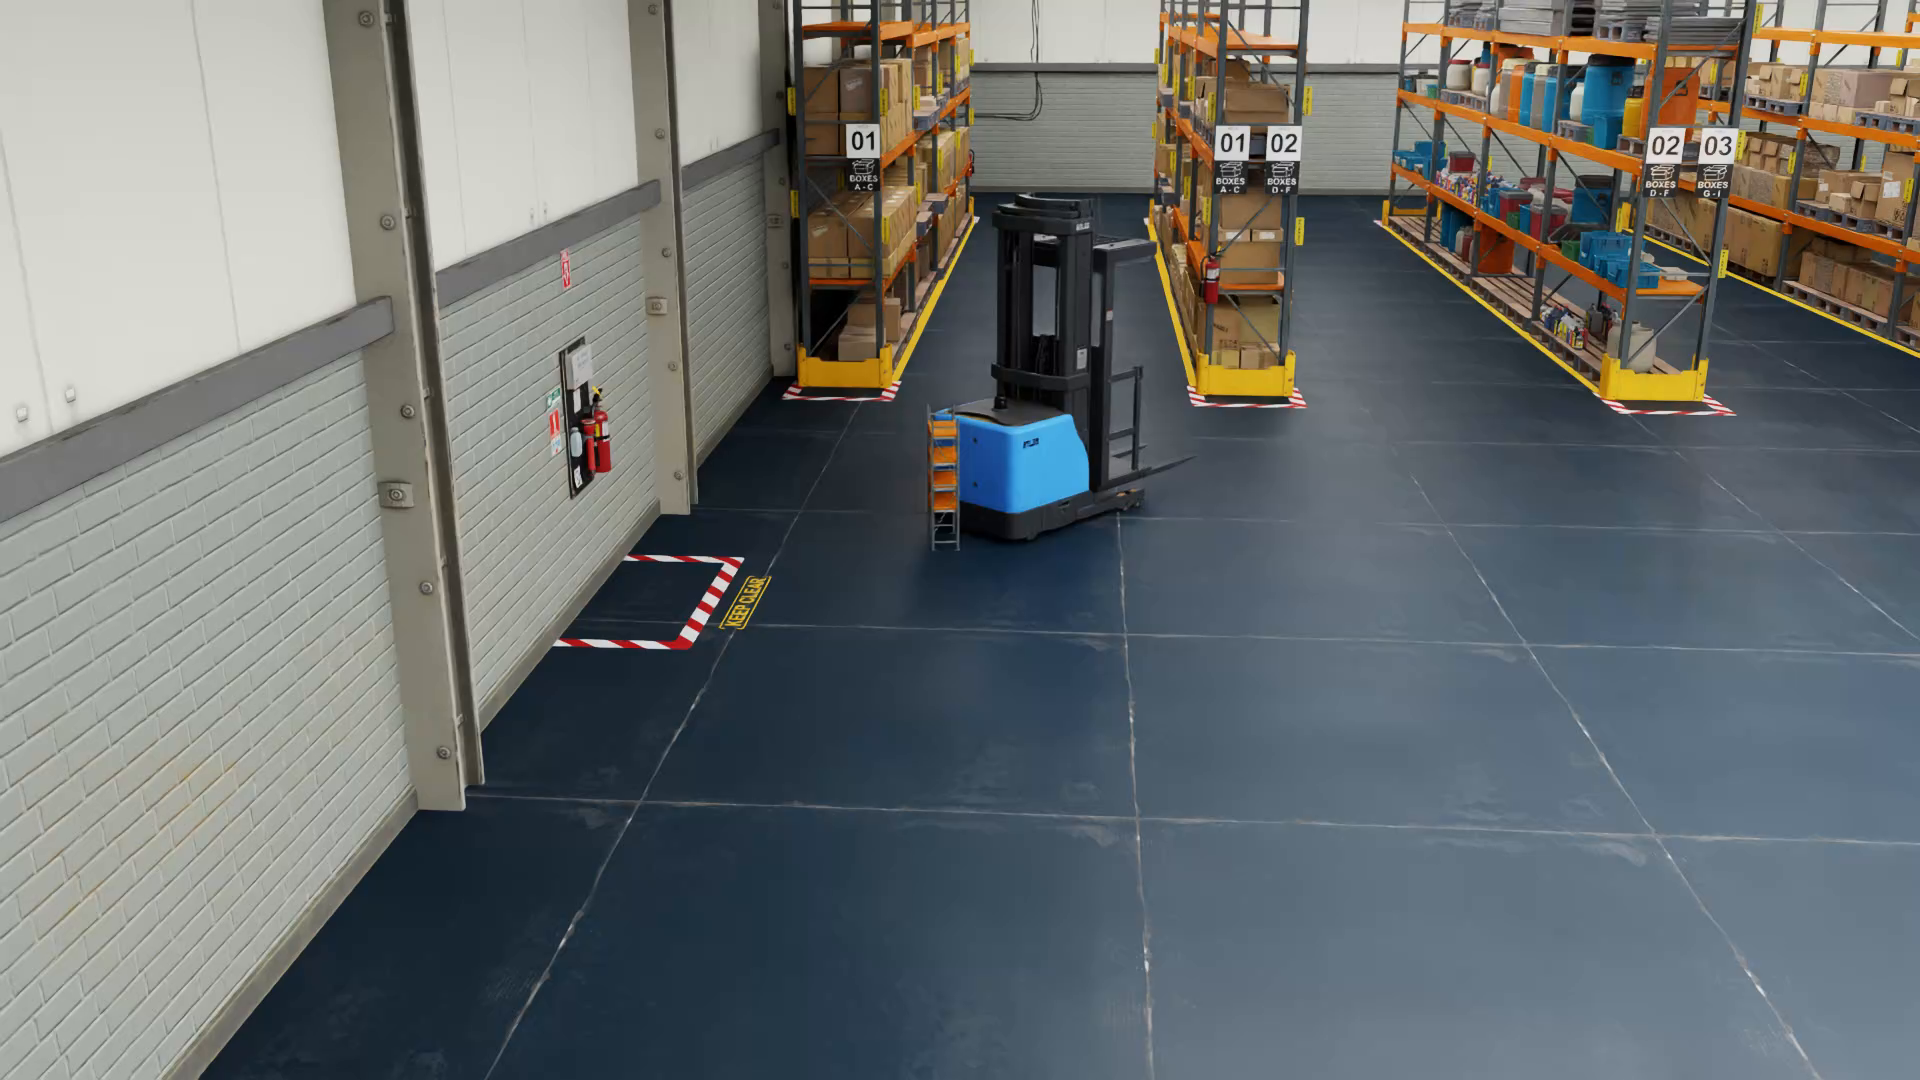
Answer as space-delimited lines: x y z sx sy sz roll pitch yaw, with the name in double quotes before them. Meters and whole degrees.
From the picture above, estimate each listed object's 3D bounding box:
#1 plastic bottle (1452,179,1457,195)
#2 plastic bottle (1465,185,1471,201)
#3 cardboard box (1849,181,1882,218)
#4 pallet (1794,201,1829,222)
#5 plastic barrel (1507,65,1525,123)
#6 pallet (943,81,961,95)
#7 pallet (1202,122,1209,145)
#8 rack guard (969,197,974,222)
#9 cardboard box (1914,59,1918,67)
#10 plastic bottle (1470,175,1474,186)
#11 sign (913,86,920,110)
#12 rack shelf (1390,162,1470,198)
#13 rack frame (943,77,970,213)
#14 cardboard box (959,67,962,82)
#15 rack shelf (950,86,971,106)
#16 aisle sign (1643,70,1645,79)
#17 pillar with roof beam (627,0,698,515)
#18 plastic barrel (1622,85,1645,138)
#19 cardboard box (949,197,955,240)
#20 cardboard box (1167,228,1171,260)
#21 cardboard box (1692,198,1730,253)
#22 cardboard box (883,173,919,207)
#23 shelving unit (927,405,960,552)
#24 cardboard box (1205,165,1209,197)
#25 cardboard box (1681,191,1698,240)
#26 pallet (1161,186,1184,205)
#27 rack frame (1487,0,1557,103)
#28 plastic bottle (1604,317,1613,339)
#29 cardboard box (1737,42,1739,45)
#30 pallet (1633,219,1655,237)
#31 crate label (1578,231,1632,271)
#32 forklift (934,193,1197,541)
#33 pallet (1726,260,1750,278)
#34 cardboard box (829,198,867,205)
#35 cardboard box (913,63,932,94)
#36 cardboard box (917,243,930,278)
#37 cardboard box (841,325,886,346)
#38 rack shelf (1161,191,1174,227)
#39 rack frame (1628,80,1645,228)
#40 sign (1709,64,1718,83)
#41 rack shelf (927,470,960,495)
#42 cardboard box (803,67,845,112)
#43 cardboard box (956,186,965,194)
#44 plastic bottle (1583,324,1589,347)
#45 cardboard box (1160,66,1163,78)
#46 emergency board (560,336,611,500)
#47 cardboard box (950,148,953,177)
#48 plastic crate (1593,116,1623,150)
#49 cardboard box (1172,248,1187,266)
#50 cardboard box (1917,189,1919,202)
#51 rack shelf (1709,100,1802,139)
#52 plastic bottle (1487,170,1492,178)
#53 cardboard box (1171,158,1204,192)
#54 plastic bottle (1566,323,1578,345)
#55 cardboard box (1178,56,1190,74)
"plastic bottle" 8.755 -6.241 29.360 0.097 0.271 0.097 0 18 0
"plastic bottle" 8.682 -5.923 28.388 0.097 0.271 0.097 0 18 0
"cardboard box" 13.693 -5.057 24.699 0.797 0.503 0.637 3 18 10
"pallet" 14.003 -5.195 26.269 1.213 0.211 1.003 1 18 4
"plastic barrel" 8.685 -6.797 25.342 0.600 0.830 0.708 1 18 4
"pallet" -0.518 -8.721 32.047 1.003 0.211 1.213 1 18 4
"pallet" 3.655 -5.230 21.392 1.003 0.211 1.213 1 18 4
"rack guard" -0.299 -7.146 35.929 1.175 0.500 0.348 1 18 4
"cardboard box" 19.175 -9.460 32.956 0.380 0.149 0.250 2 18 6
"plastic bottle" 9.463 -6.636 30.677 0.097 0.201 0.097 0 18 0
"sign" -0.619 -6.261 23.566 0.100 0.325 0.005 1 18 4
"rack shelf" 9.437 -7.142 33.059 1.077 0.370 4.000 1 18 4
"rack frame" -0.301 -8.327 35.517 1.000 3.000 0.127 1 18 4
"cardboard box" -0.224 -9.052 32.320 0.500 0.250 0.500 1 18 3
"rack shelf" -0.444 -8.789 33.266 1.077 0.370 4.000 1 18 4
"aisle sign" 14.227 -9.259 34.189 0.394 0.787 0.004 1 18 4
"pillar with roof beam" 1.603 -4.485 14.160 9.100 9.000 0.400 1 18 4
"plastic barrel" 8.389 -5.207 20.204 0.600 0.588 0.600 0 18 0
"cardboard box" -0.504 -6.057 31.370 0.750 0.750 0.750 1 18 5
"cardboard box" 3.937 -5.210 29.314 0.500 0.500 0.500 1 18 2
"cardboard box" 14.208 -5.743 30.371 1.225 0.875 0.875 1 18 4
"cardboard box" -1.027 -5.392 25.695 0.700 0.500 0.500 4 19 11
"shelving unit" -0.148 -0.549 14.671 0.258 1.200 0.503 -1 18 -4
"cardboard box" 3.720 -4.859 22.692 0.700 0.500 0.500 1 18 4
"cardboard box" 14.361 -6.146 31.599 0.875 0.875 0.875 1 18 4
"pallet" 4.046 -5.853 28.278 1.213 0.211 1.003 1 18 4
"rack frame" 9.007 -8.472 26.325 1.000 3.000 0.127 1 18 4
"plastic bottle" 8.803 -2.882 22.557 0.061 0.283 0.133 1 18 4
"cardboard box" 14.308 -9.121 30.924 0.500 0.250 0.500 0 18 0
"pallet" 14.542 -6.420 34.176 1.003 0.211 1.213 1 18 4
"crate label" 8.296 -3.731 21.434 0.502 0.435 0.616 1 18 4
"forklift" 1.122 -1.768 15.612 1.130 2.935 3.031 16 24 40
"pallet" 14.169 -4.806 29.252 1.003 0.211 1.213 1 18 4
"cardboard box" -1.511 -4.276 22.161 0.500 0.500 0.500 2 18 5
"cardboard box" -0.858 -8.013 28.876 0.700 0.500 0.500 2 18 7
"cardboard box" -0.874 -4.638 27.569 0.700 0.500 0.500 2 18 5
"cardboard box" -1.267 -2.679 21.892 0.500 0.311 0.500 3 18 8
"rack shelf" 4.210 -6.012 29.608 1.077 0.370 4.000 1 18 4
"rack frame" 14.521 -7.995 34.505 1.000 3.000 0.127 1 18 4
"sign" 13.681 -8.473 30.190 0.100 0.325 0.005 1 18 4
"rack shelf" -0.148 -0.485 14.692 0.258 0.148 0.480 -1 18 -4
"cardboard box" -1.678 -5.455 20.137 0.500 0.500 0.500 2 18 6
"cardboard box" -0.096 -7.304 34.693 0.380 0.149 0.250 2 18 5
"plastic bottle" 8.280 -2.710 22.032 0.061 0.283 0.133 1 18 4
"cardboard box" 4.272 -9.345 33.245 0.500 0.250 0.500 1 18 4
"emergency board" -2.906 -0.964 13.047 0.194 1.169 0.643 1 18 4
"cardboard box" -0.396 -6.975 30.722 0.500 0.500 0.500 1 18 4
"plastic crate" 8.270 -5.153 21.040 0.392 0.384 0.575 1 18 4
"cardboard box" 3.707 -4.572 26.901 0.500 0.311 0.500 1 18 3
"cardboard box" 13.375 -4.798 22.504 0.500 0.500 0.500 1 18 4
"rack shelf" 14.091 -7.215 28.463 1.077 0.370 4.000 1 18 4
"plastic bottle" 9.541 -6.489 29.990 0.144 0.351 0.185 1 18 4
"cardboard box" 4.000 -6.178 28.124 0.700 0.500 0.500 -5 19 -15
"plastic bottle" 8.184 -2.752 22.172 0.152 0.276 0.135 1 18 2
"cardboard box" 4.219 -8.332 29.721 0.600 0.600 0.600 1 18 3
